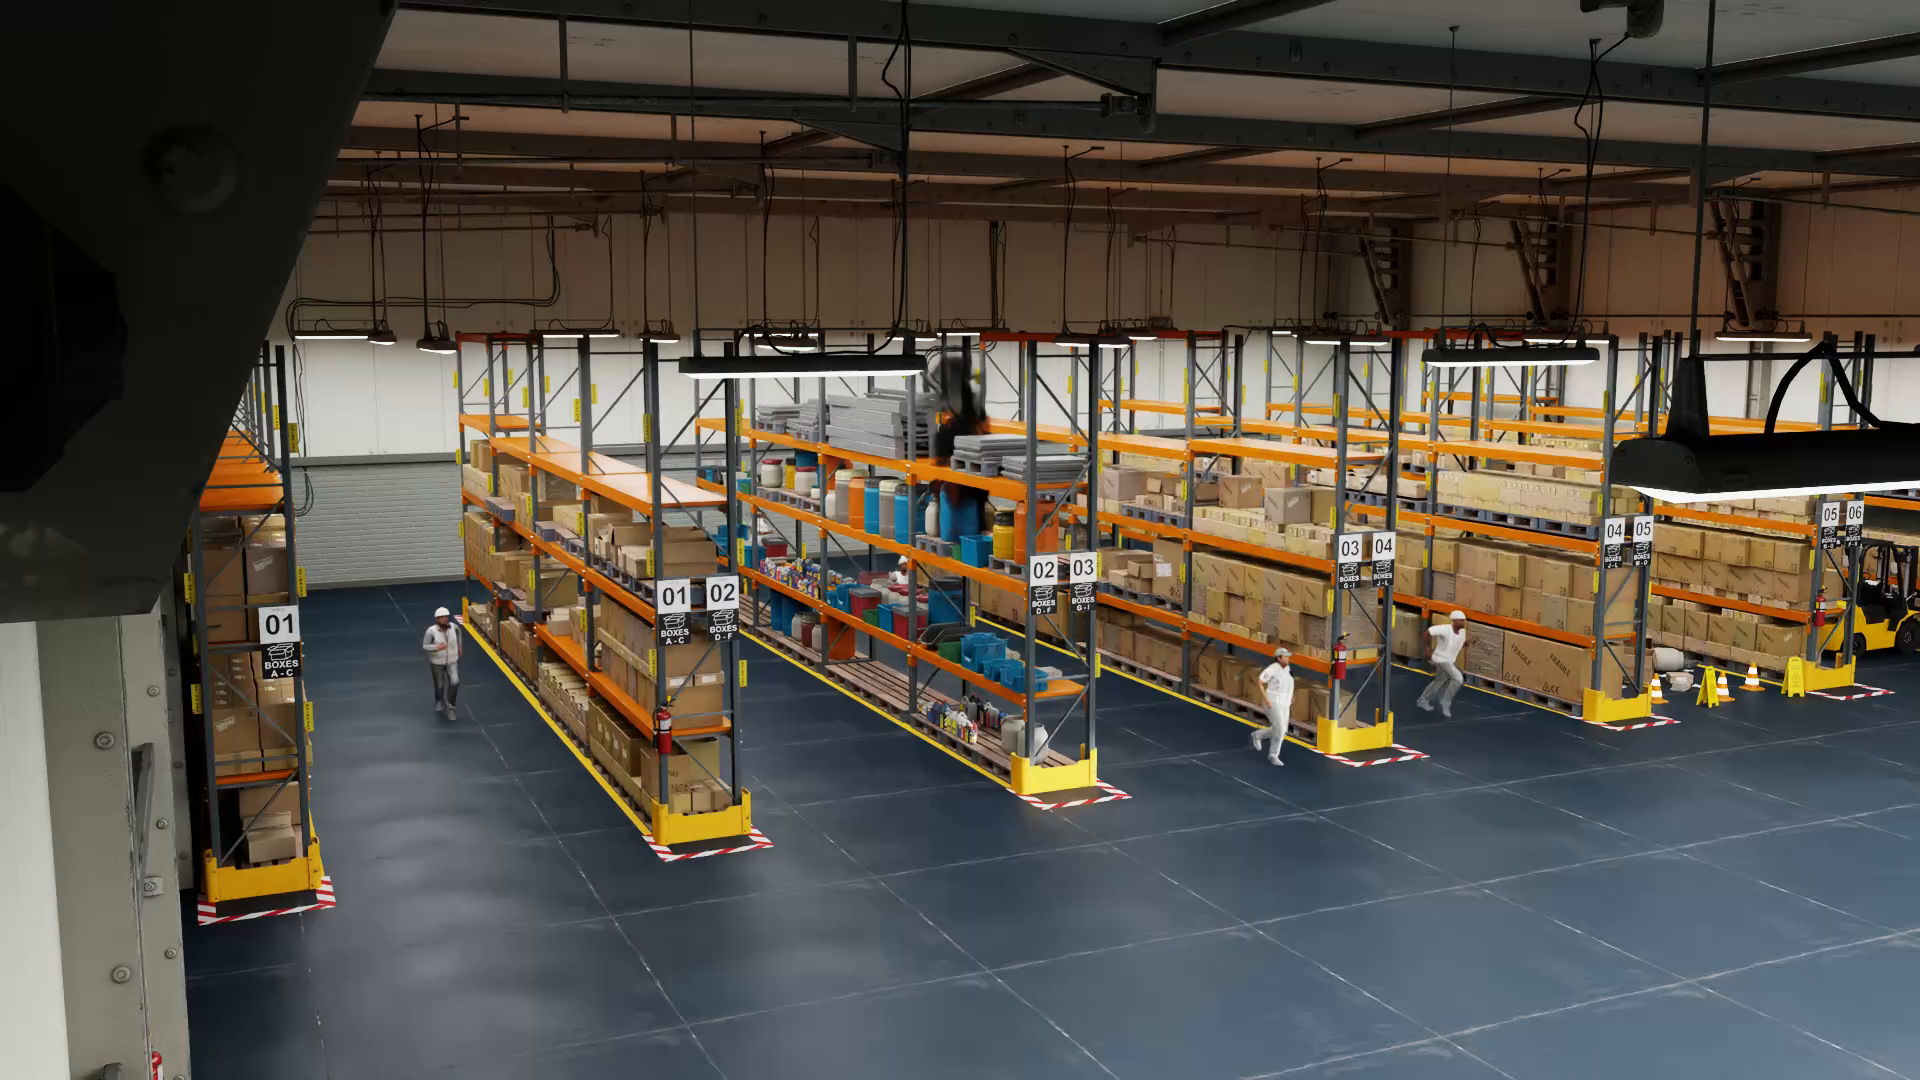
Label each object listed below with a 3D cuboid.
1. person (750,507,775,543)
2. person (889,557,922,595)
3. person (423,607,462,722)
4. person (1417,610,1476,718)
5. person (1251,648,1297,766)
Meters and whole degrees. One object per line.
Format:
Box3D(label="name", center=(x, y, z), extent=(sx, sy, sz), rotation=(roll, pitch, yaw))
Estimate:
Box3D(label="person", center=(-4.851, 0.076, 40.200), extent=(0.837, 1.747, 0.568), rotation=(-1, 8, -4))
Box3D(label="person", center=(-1.084, 1.194, 31.799), extent=(0.681, 1.759, 0.778), rotation=(-4, 9, -30))
Box3D(label="person", center=(-8.146, 1.938, 26.219), extent=(0.677, 1.815, 0.851), rotation=(-5, 9, -33))
Box3D(label="person", center=(7.675, 1.938, 26.308), extent=(0.918, 1.713, 0.683), rotation=(7, 11, 43))
Box3D(label="person", center=(4.500, 2.360, 23.816), extent=(0.655, 1.653, 0.687), rotation=(-7, 10, -42))
